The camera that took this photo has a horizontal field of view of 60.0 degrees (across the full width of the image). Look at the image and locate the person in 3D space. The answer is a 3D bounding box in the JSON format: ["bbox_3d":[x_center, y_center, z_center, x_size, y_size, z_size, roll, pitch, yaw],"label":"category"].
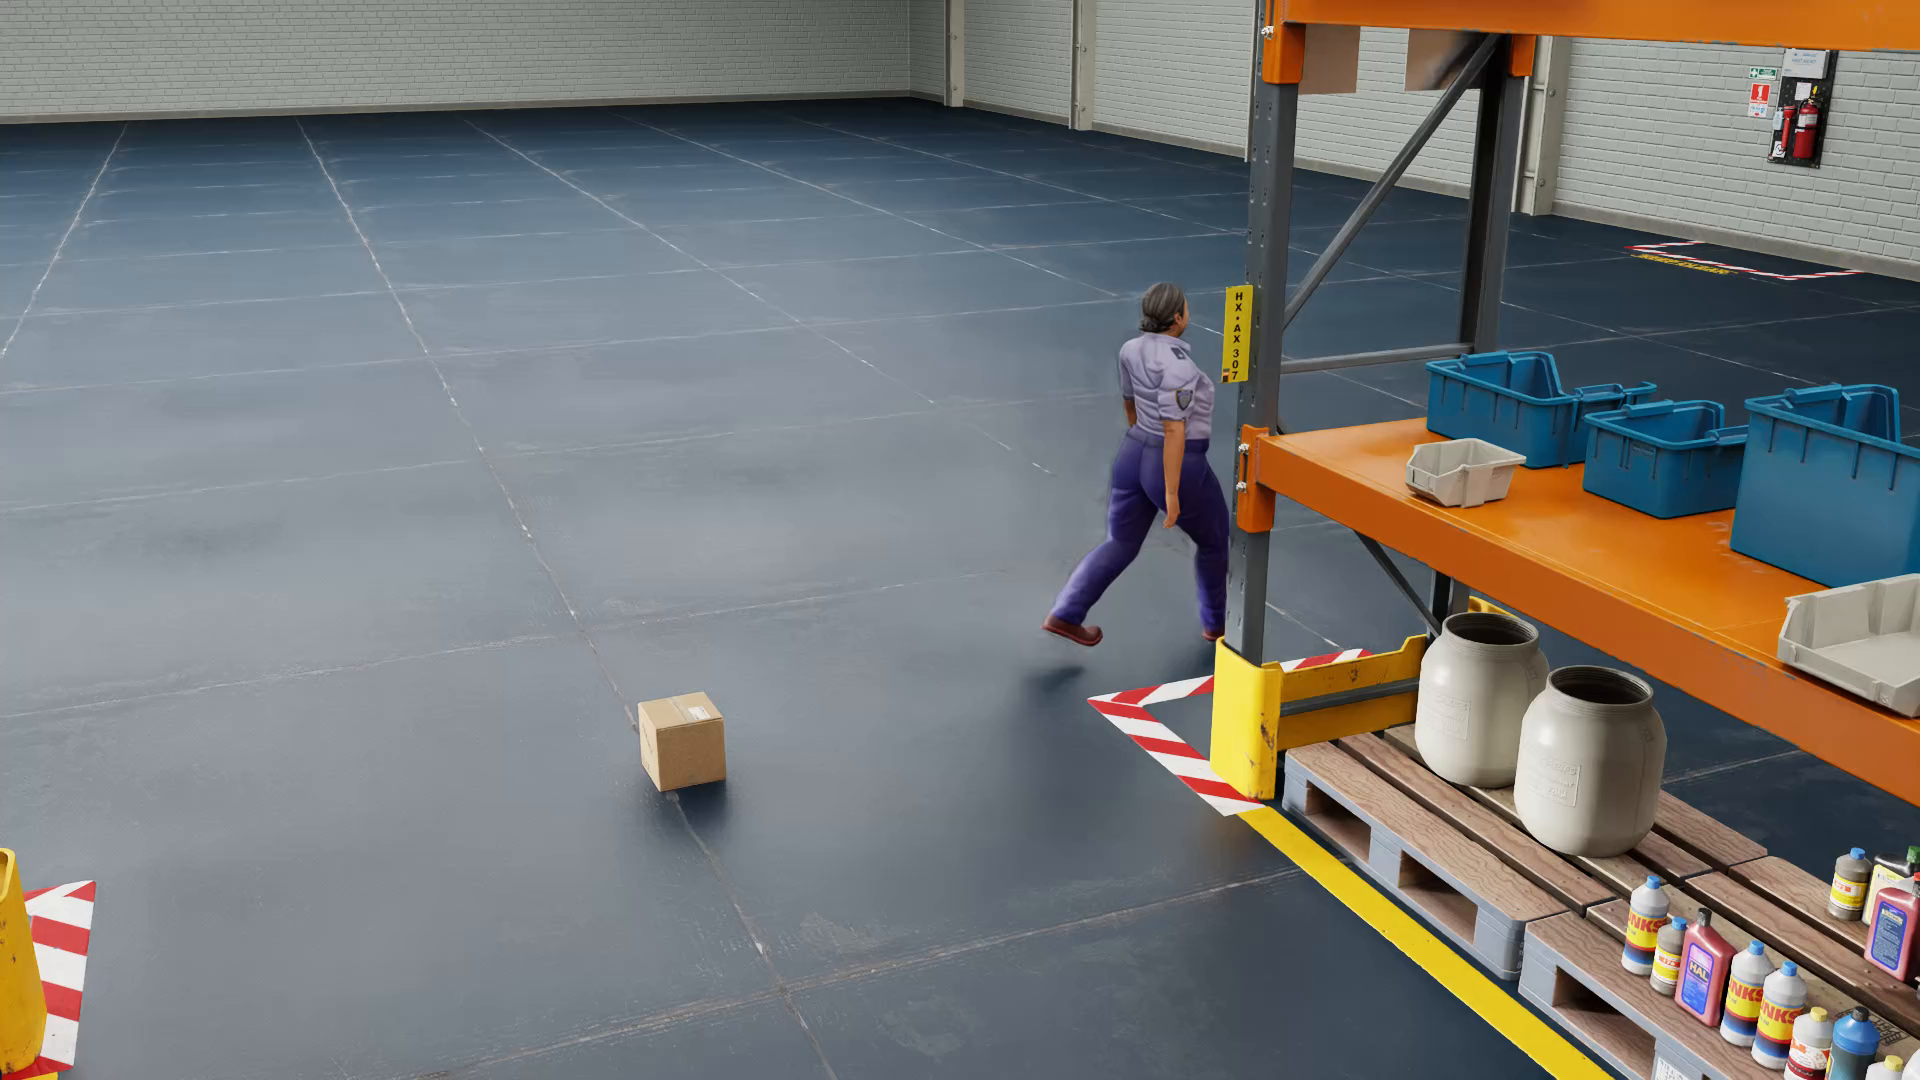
[{"bbox_3d":[0.839,-0.295,6.974,1.022,1.577,0.498,-13,23,-32],"label":"person"}]
